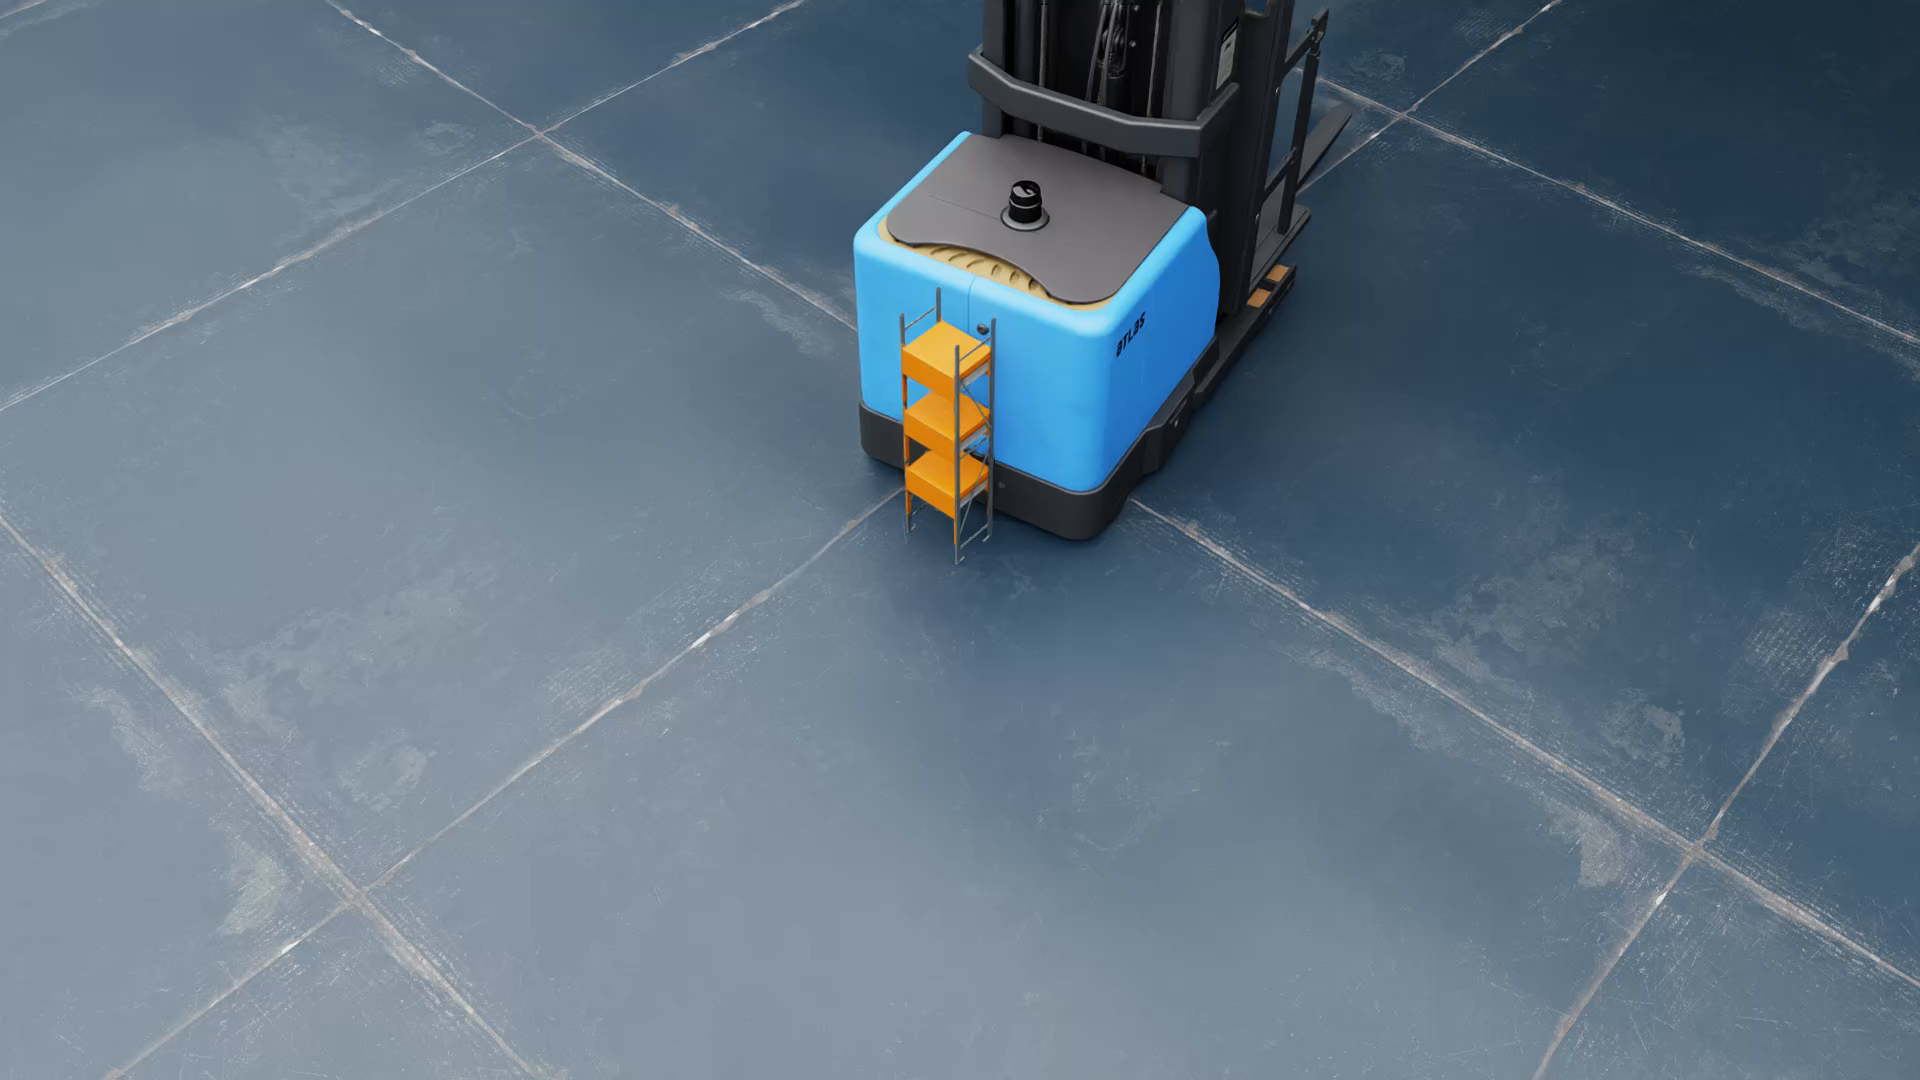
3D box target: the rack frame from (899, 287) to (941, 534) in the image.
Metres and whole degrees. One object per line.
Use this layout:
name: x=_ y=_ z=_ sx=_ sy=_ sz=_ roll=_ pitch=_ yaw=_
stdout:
rack frame: x=-0.133 y=-0.440 z=5.943 sx=0.008 sy=1.050 sz=0.200 roll=32 pitch=55 yaw=27

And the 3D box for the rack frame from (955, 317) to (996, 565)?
rack frame: x=0.051 y=-0.323 z=5.833 sx=0.008 sy=1.050 sz=0.200 roll=32 pitch=55 yaw=27

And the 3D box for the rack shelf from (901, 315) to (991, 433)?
rack shelf: x=-0.041 y=-0.568 z=5.689 sx=0.240 sy=0.259 sz=0.215 roll=32 pitch=55 yaw=27

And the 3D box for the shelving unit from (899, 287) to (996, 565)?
shelving unit: x=-0.041 y=-0.381 z=5.888 sx=0.252 sy=1.050 sz=0.215 roll=32 pitch=55 yaw=27

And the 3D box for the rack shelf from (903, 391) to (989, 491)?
rack shelf: x=-0.041 y=-0.374 z=5.895 sx=0.240 sy=0.259 sz=0.215 roll=32 pitch=55 yaw=27

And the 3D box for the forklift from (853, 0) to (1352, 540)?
forklift: x=0.795 y=-2.069 z=6.182 sx=1.130 sy=2.935 sz=3.031 roll=23 pitch=51 yaw=20

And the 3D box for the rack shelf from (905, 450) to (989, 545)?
rack shelf: x=-0.041 y=-0.184 z=6.098 sx=0.240 sy=0.259 sz=0.215 roll=32 pitch=55 yaw=27
